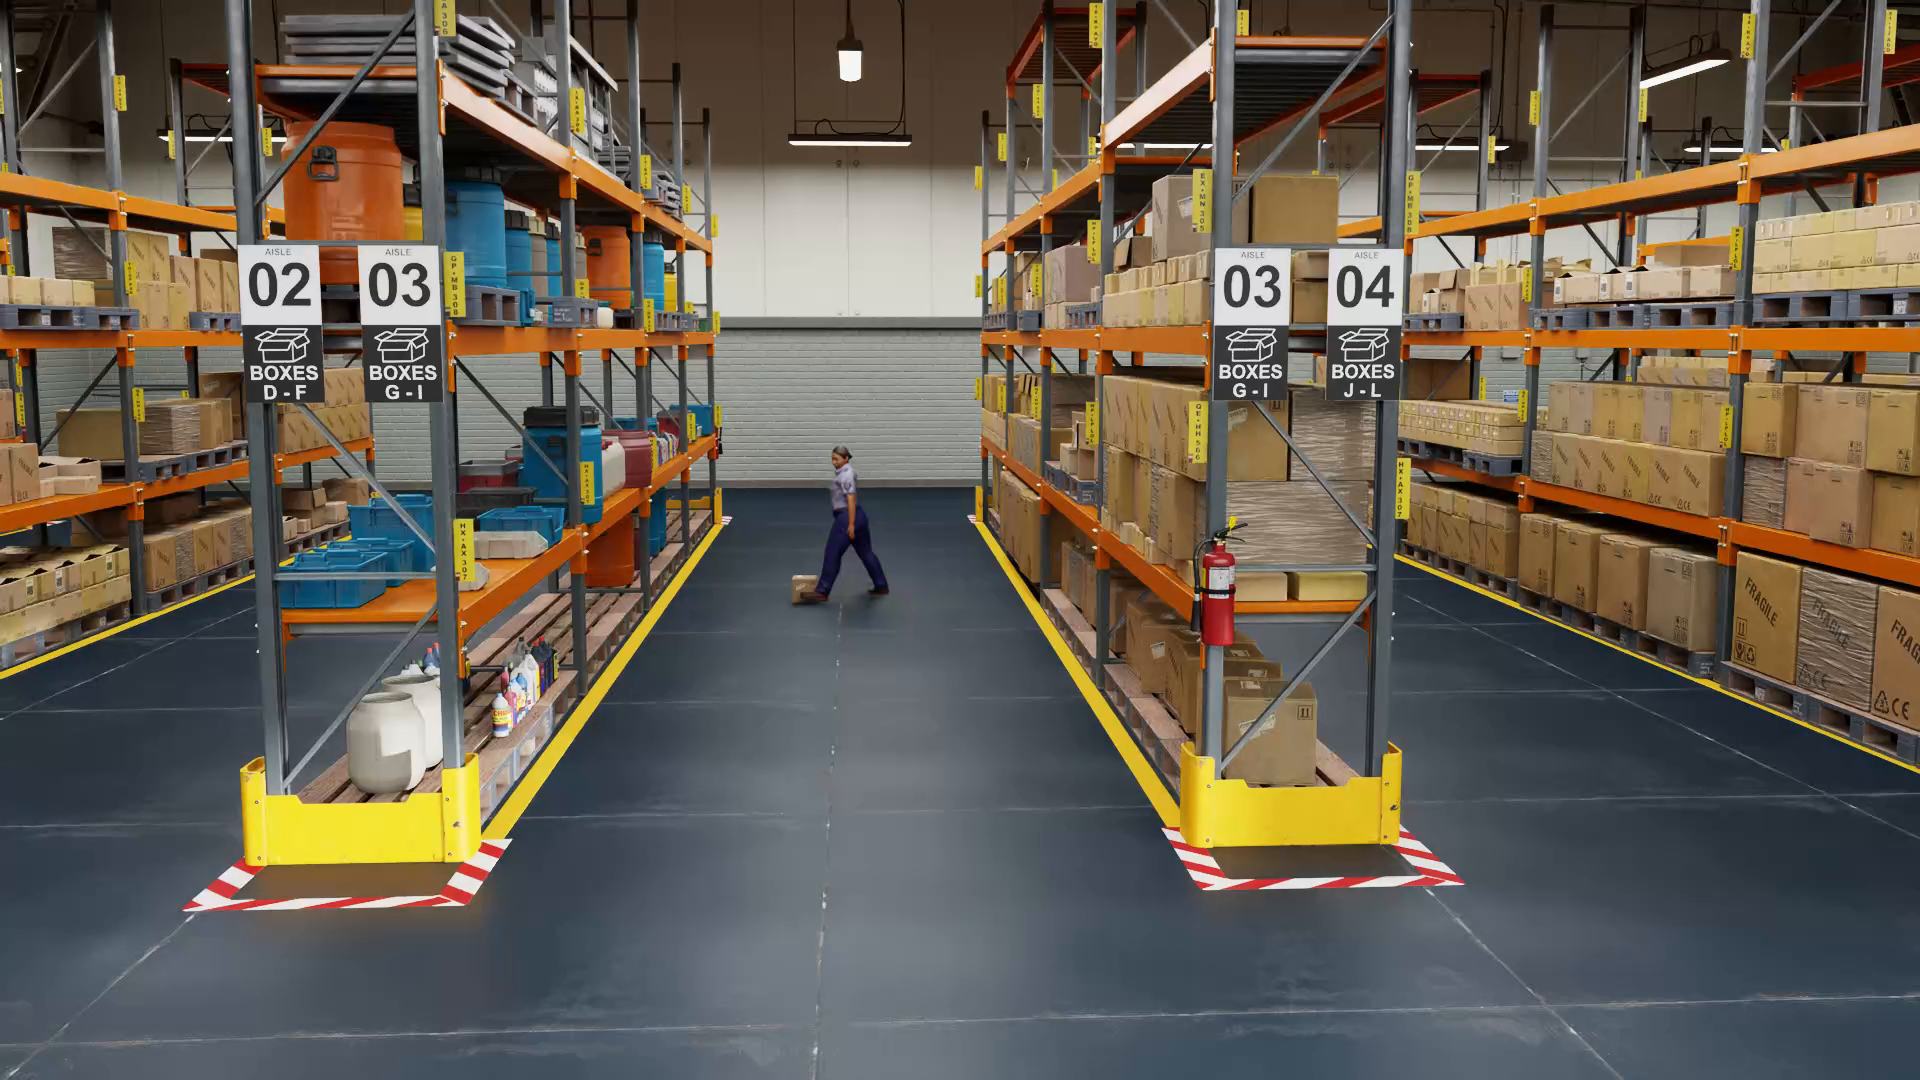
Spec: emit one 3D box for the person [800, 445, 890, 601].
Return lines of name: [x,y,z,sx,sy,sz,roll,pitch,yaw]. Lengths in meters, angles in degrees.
person: [-1.193,-0.186,17.345,0.858,1.607,0.646,1,7,11]
